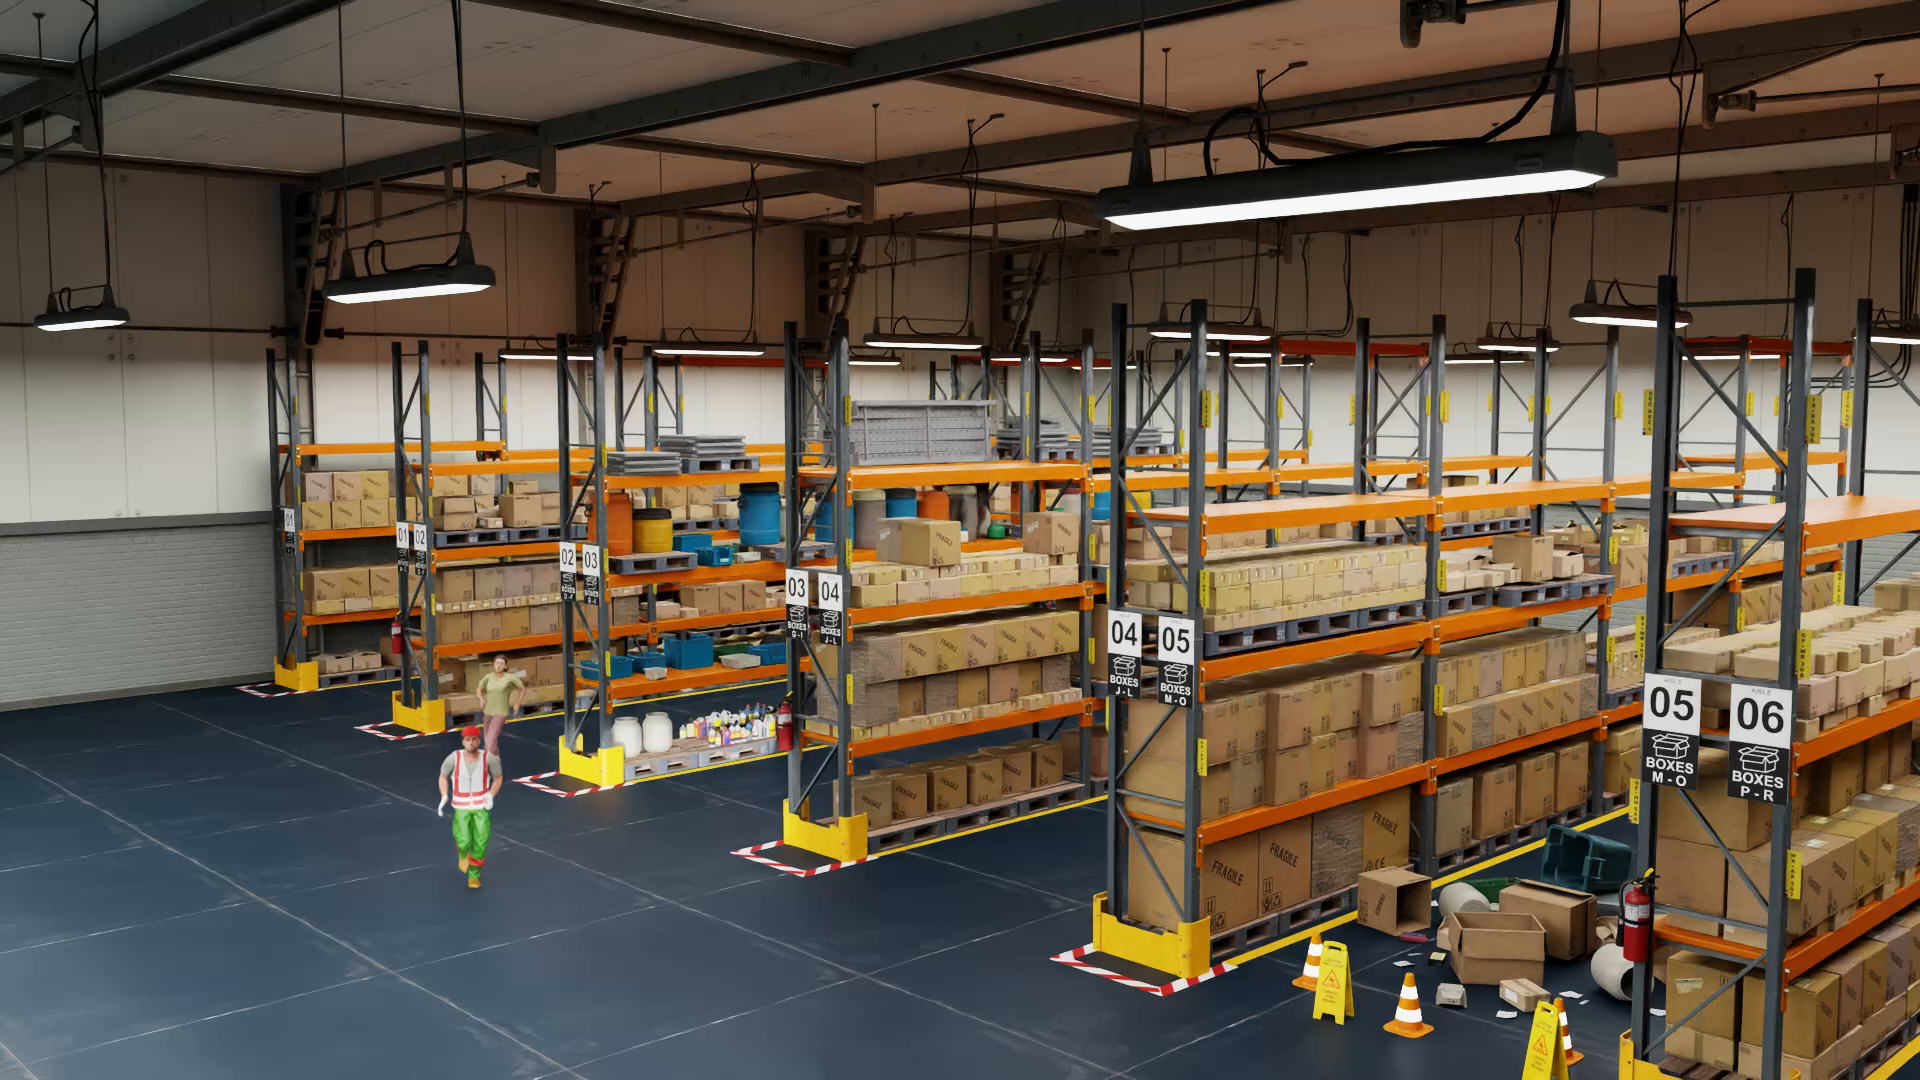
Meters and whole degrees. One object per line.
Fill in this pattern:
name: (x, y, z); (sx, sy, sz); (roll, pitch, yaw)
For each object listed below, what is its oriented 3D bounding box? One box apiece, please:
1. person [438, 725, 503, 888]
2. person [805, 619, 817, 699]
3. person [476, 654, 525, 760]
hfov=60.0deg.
person: (-5.128, 2.794, 17.441); (0.659, 1.731, 0.635); (-1, 5, -17)
person: (-2.538, 1.938, 27.622); (0.600, 1.681, 0.892); (3, 6, 31)
person: (-6.291, 2.384, 22.579); (0.646, 1.680, 0.860); (1, 5, 12)
